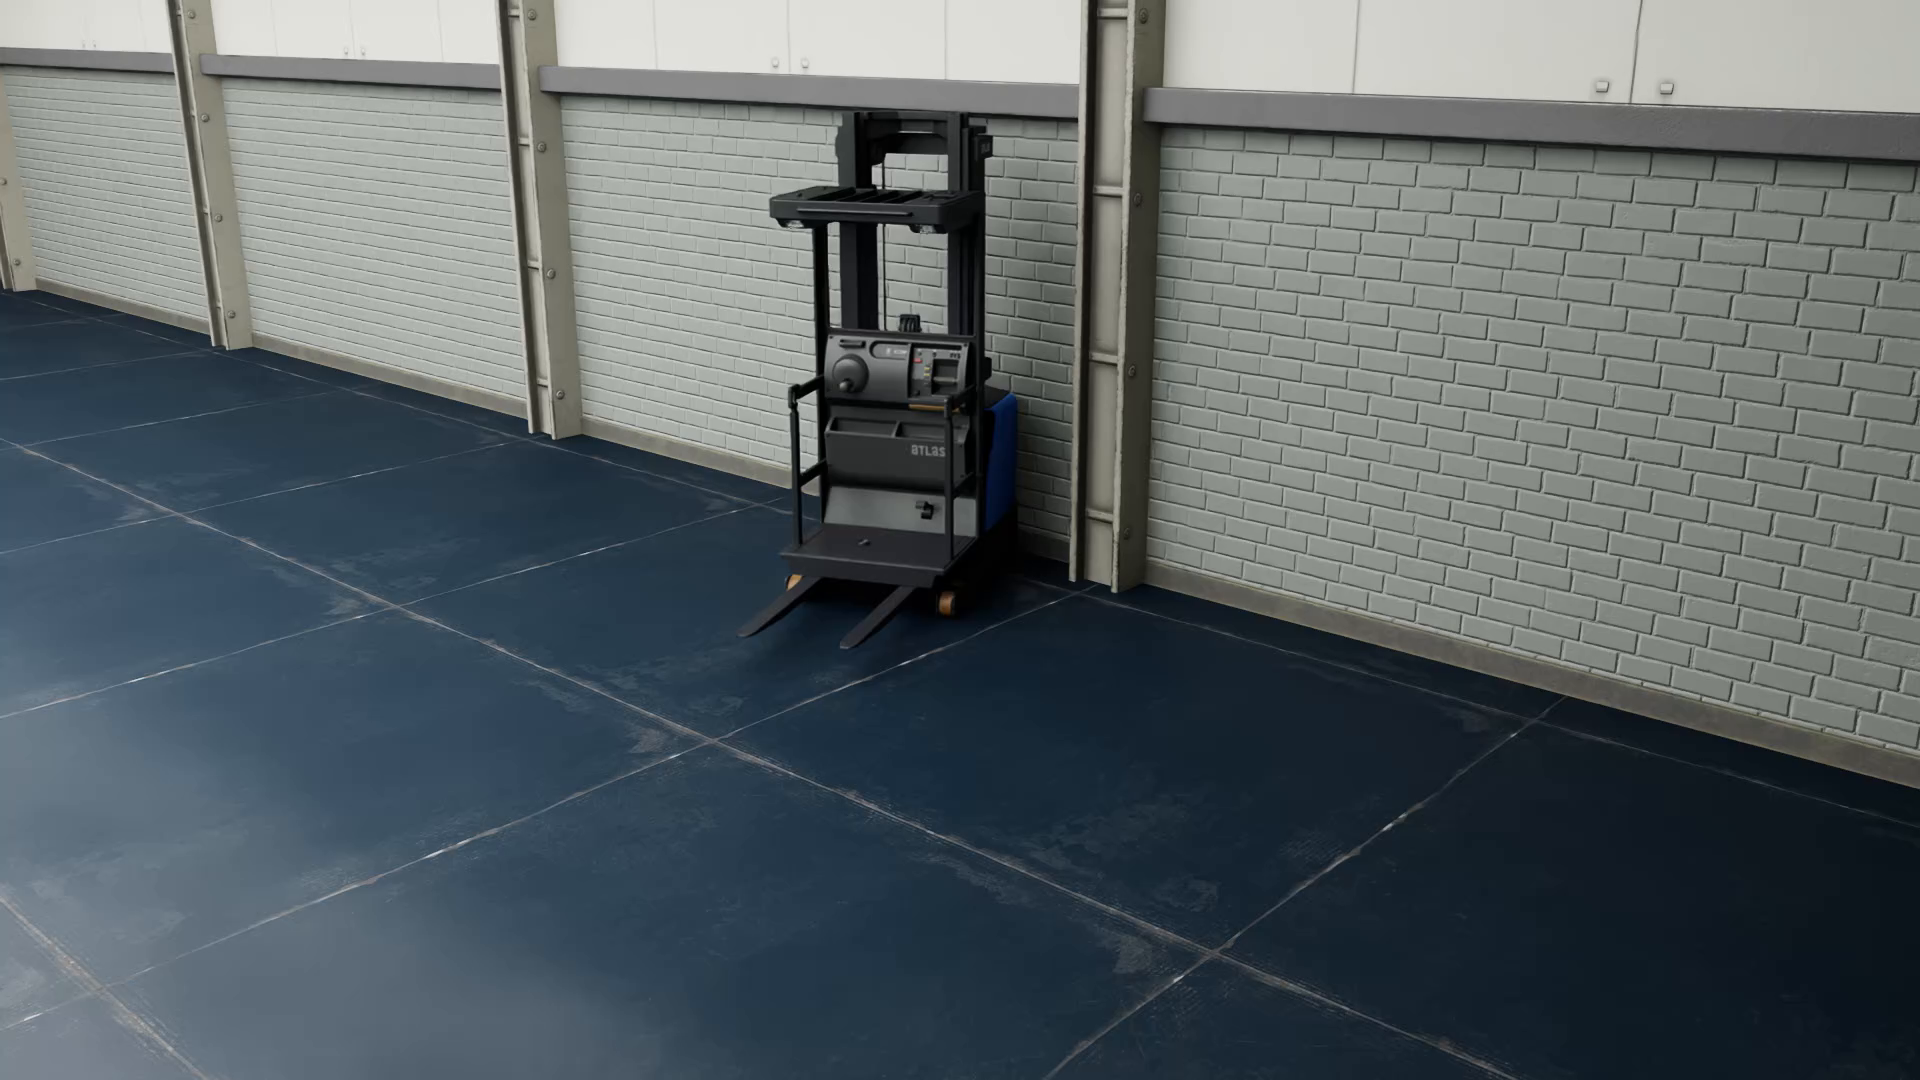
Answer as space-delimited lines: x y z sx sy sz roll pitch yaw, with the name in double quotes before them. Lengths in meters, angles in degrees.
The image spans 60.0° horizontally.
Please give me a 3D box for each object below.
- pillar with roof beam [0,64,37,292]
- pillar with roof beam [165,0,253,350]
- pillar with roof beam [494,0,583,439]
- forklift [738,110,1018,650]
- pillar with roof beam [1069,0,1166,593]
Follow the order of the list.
"pillar with roof beam" -15.368 -6.665 17.737 0.400 9.000 9.100 15 23 39
"pillar with roof beam" -10.880 -5.460 13.941 0.400 9.000 9.100 15 23 39
"pillar with roof beam" -6.392 -4.256 10.145 0.400 9.000 9.100 15 23 39
"forklift" -0.456 -1.062 10.114 1.130 2.935 3.031 5 18 17
"pillar with roof beam" -1.905 -3.051 6.349 0.400 9.000 9.100 15 23 39
